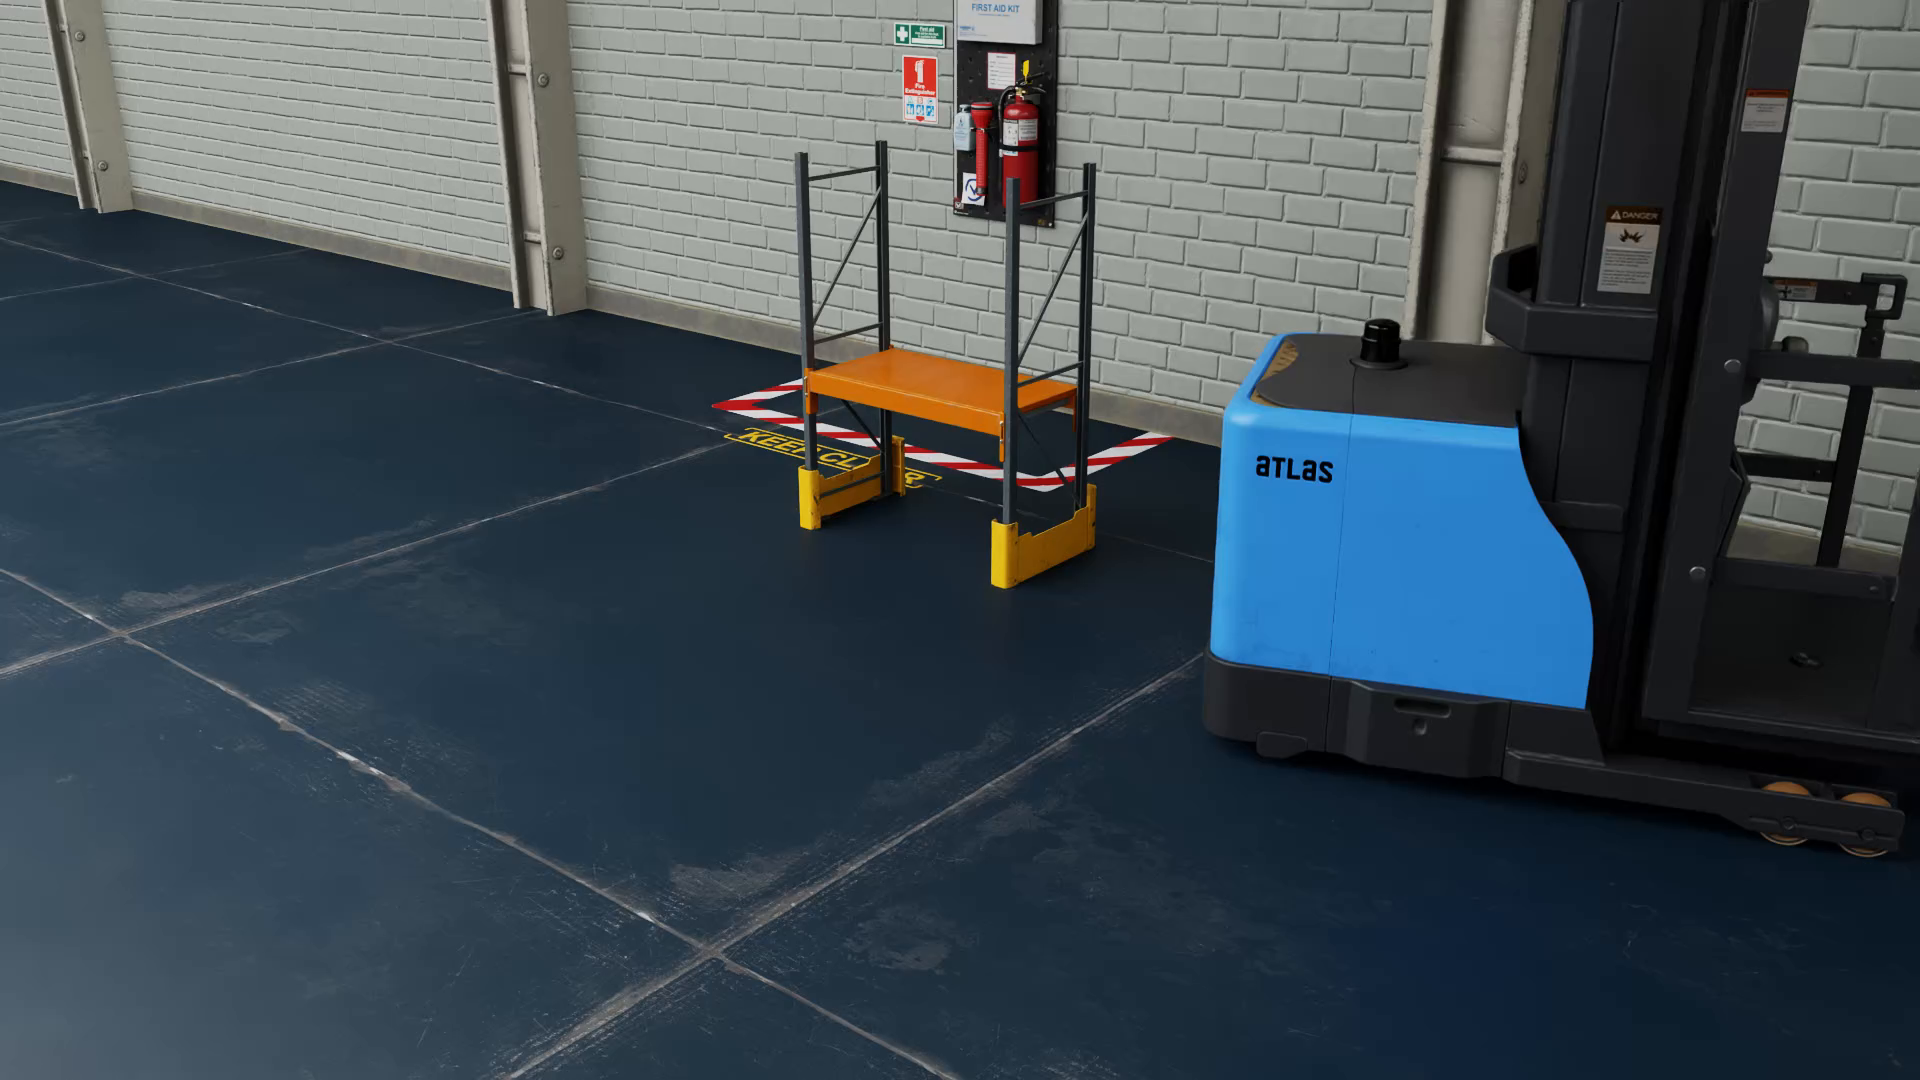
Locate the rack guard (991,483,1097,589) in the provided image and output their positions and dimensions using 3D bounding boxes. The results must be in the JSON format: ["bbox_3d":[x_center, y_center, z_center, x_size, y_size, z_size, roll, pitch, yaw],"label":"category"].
[{"bbox_3d":[0.327,-0.023,6.375,0.087,0.250,0.587,16,26,36],"label":"rack guard"}]

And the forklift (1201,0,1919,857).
[{"bbox_3d":[2.301,-0.737,4.470,3.031,2.935,1.130,7,22,17],"label":"forklift"}]

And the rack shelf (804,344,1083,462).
[{"bbox_3d":[-0.066,-0.552,6.517,1.000,0.185,0.538,16,26,36],"label":"rack shelf"}]

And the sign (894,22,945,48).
[{"bbox_3d":[-0.205,-2.523,8.306,0.331,0.109,0.001,16,26,36],"label":"sign"}]

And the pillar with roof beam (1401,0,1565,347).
[{"bbox_3d":[-0.671,-3.179,2.344,0.400,9.000,9.100,16,26,36],"label":"pillar with roof beam"}]

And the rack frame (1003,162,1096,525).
[{"bbox_3d":[0.328,-0.607,6.153,0.032,1.500,0.500,16,26,36],"label":"rack frame"}]

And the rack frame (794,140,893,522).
[{"bbox_3d":[-0.460,-0.834,6.755,0.032,1.500,0.500,16,26,36],"label":"rack frame"}]

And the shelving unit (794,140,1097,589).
[{"bbox_3d":[-0.059,-0.719,6.449,1.083,1.500,0.587,16,26,36],"label":"shelving unit"}]

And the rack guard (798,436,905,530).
[{"bbox_3d":[-0.445,-0.245,6.964,0.087,0.250,0.587,16,26,36],"label":"rack guard"}]

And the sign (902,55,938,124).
[{"bbox_3d":[-0.203,-2.278,8.408,0.234,0.329,0.001,16,26,36],"label":"sign"}]

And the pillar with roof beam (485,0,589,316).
[{"bbox_3d":[-5.319,-4.517,5.894,0.400,9.000,9.100,16,26,36],"label":"pillar with roof beam"}]

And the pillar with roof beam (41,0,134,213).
[{"bbox_3d":[-9.968,-5.856,9.443,0.400,9.000,9.100,16,26,36],"label":"pillar with roof beam"}]

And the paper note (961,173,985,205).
[{"bbox_3d":[0.067,-1.756,8.323,0.142,0.148,0.016,16,26,36],"label":"paper note"}]

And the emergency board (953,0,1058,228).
[{"bbox_3d":[0.161,-2.110,8.013,0.643,1.169,0.194,16,26,36],"label":"emergency board"}]
